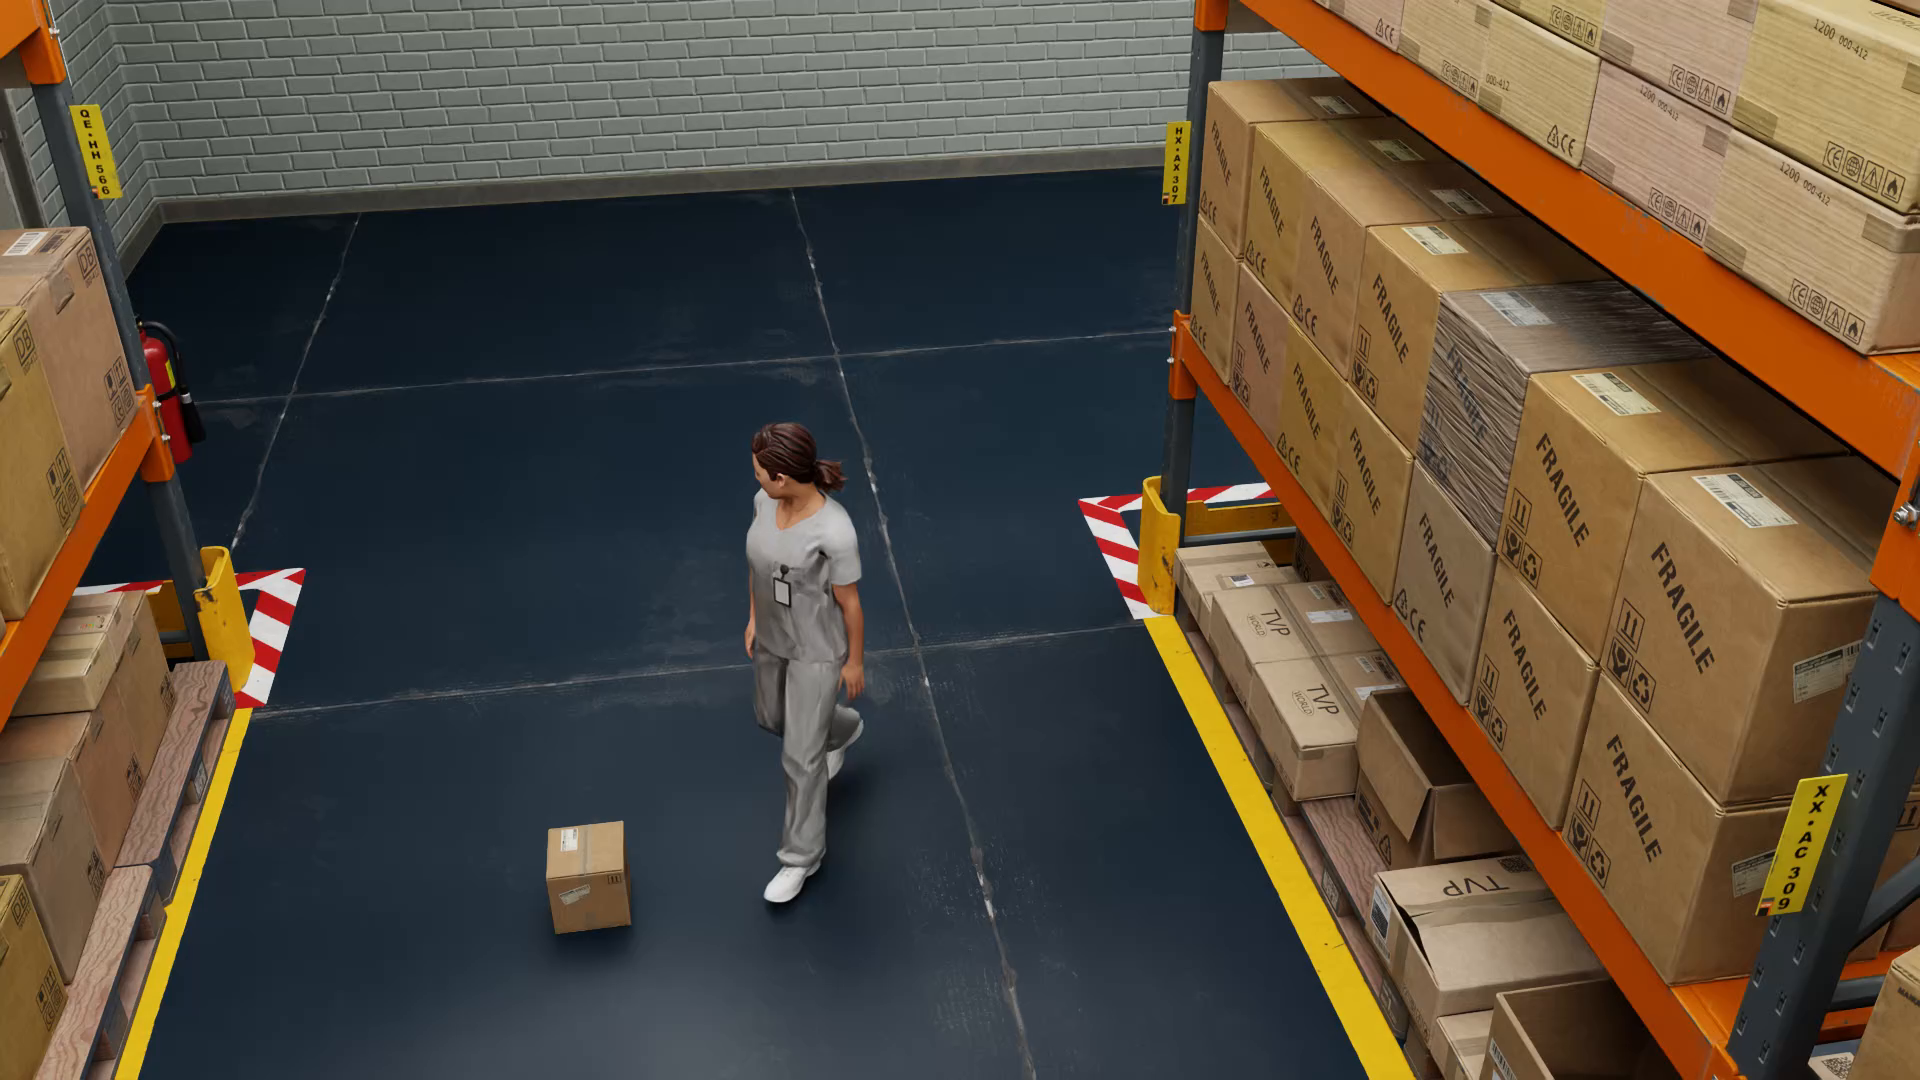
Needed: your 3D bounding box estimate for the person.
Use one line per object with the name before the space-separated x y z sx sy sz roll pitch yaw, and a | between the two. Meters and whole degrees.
person | -0.514 0.333 5.560 0.470 1.655 0.804 23 38 33
